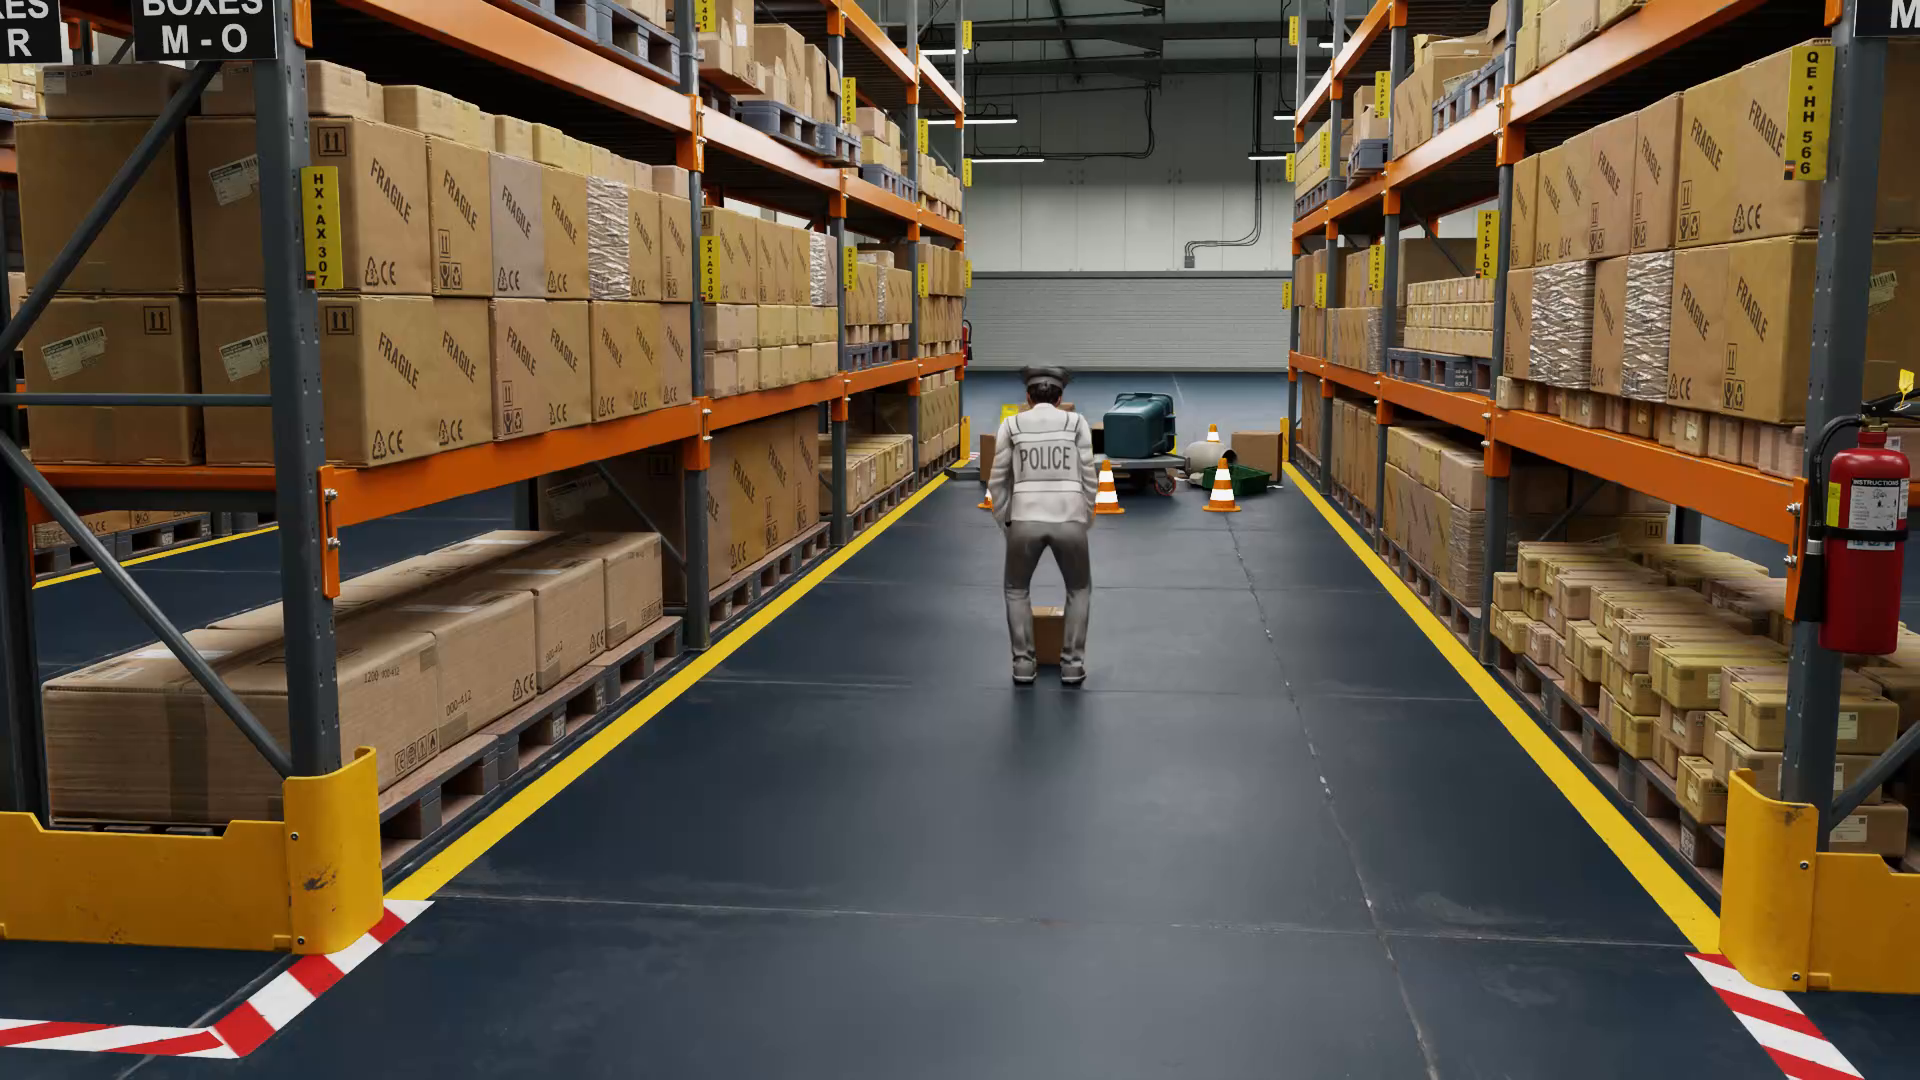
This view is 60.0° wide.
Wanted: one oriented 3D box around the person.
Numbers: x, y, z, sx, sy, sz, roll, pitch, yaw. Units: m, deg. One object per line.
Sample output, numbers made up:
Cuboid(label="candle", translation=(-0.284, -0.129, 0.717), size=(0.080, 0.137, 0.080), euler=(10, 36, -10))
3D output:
Cuboid(label="person", translation=(0.423, -0.070, 7.973), size=(0.473, 1.501, 0.613), euler=(1, 8, 7))
